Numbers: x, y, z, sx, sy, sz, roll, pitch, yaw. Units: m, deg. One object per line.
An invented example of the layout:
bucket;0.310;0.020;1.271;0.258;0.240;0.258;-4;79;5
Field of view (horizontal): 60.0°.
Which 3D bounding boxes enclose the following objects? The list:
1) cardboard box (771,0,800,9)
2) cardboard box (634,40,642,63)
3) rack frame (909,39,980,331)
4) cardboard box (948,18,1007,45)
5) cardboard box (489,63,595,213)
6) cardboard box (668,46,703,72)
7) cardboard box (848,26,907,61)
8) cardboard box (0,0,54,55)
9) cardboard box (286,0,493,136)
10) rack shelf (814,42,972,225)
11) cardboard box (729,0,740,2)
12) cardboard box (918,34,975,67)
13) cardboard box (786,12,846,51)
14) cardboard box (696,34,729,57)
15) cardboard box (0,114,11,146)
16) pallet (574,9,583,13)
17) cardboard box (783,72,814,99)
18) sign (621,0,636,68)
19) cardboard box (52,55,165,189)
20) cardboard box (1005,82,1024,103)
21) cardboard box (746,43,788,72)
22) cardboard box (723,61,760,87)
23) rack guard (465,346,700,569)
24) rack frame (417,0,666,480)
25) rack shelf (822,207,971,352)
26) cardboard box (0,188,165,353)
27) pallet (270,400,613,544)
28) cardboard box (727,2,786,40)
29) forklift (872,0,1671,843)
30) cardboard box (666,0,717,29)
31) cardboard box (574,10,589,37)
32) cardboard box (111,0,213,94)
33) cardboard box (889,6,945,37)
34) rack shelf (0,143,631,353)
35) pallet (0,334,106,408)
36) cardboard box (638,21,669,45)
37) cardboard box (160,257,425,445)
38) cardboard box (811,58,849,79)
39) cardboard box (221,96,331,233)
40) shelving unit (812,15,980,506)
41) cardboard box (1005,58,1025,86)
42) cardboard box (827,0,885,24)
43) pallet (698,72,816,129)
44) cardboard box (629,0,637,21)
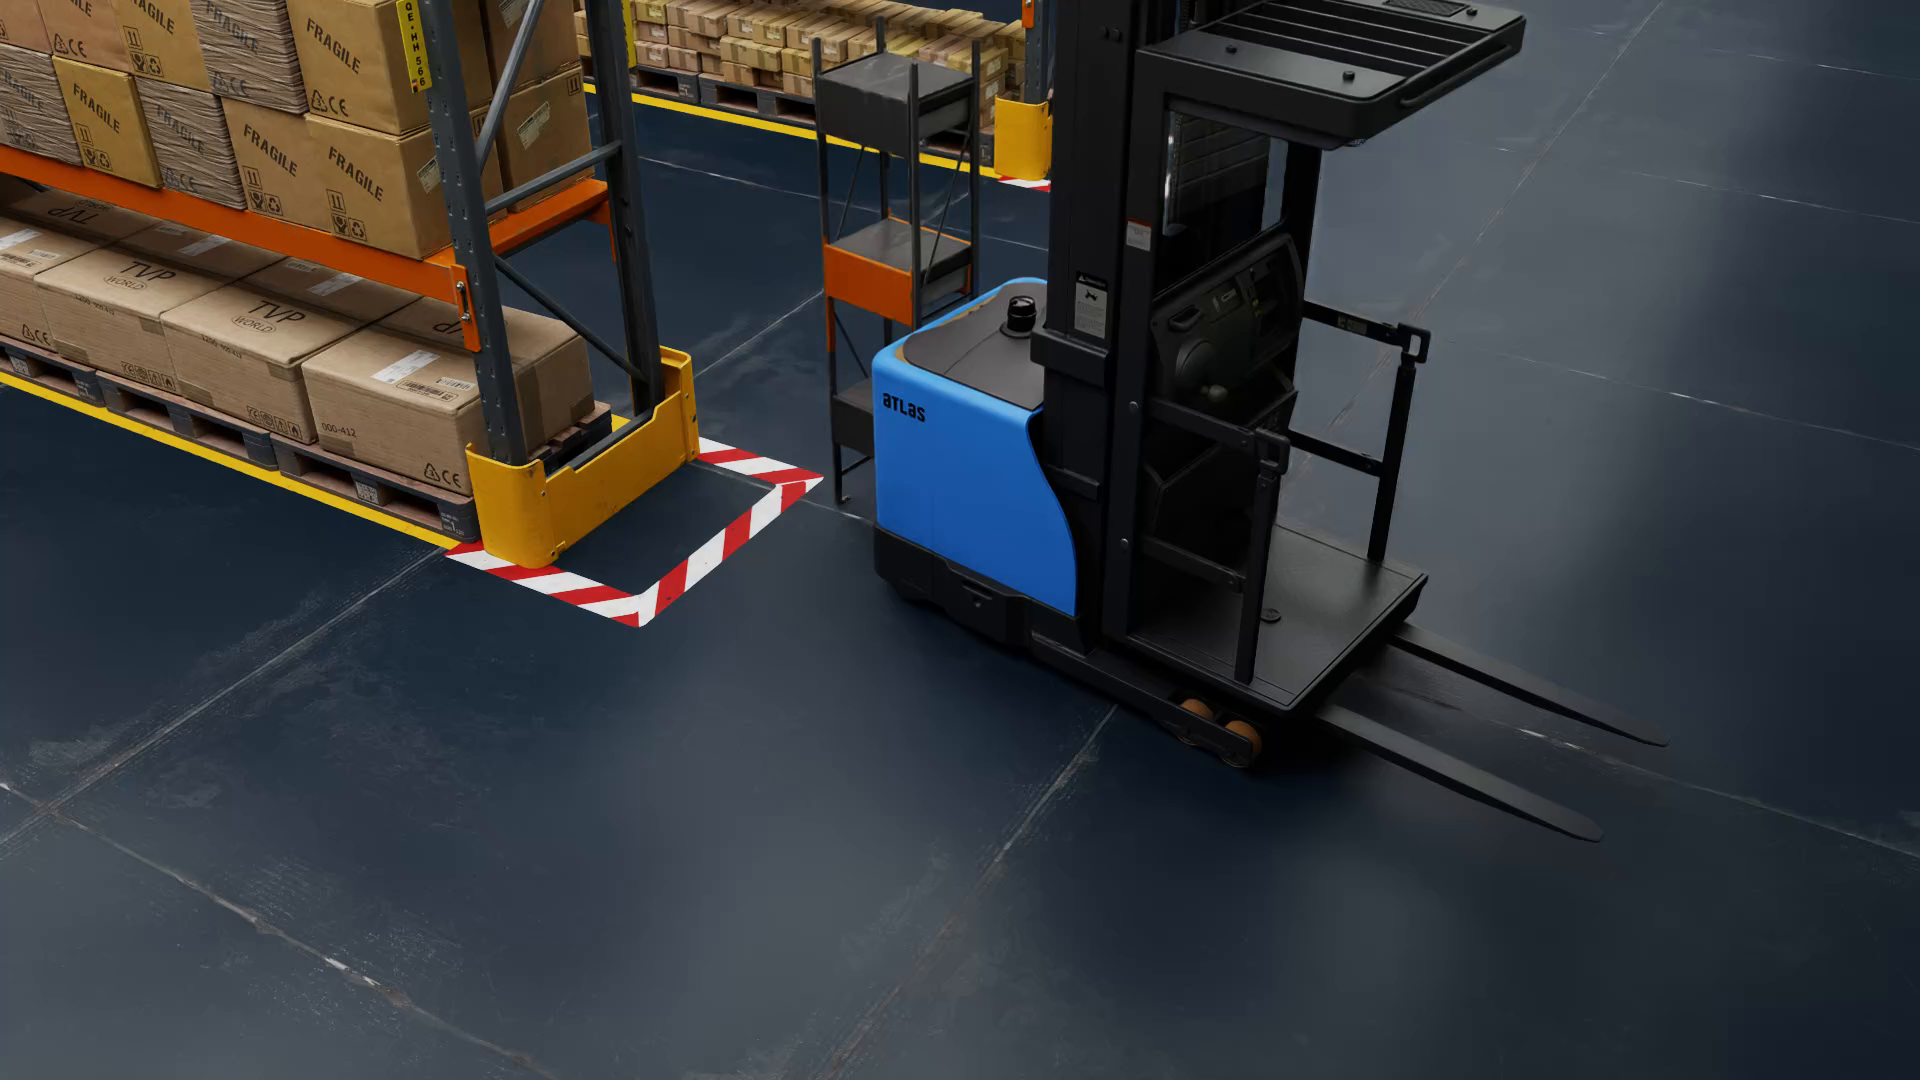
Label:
cardboard box;-1.163;-3.896;12.051;0.250;0.149;0.380;16;37;23
cardboard box;-2.382;-3.616;12.167;0.250;0.149;0.380;19;38;26
rack frame;-0.055;-0.944;6.773;0.015;2.100;0.400;24;41;32
cardboard box;0.118;-3.417;11.332;0.250;0.149;0.380;18;38;25
cardboard box;-1.939;-1.758;7.093;0.500;0.500;0.500;17;37;24
cardboard box;-1.895;-3.527;12.034;0.250;0.149;0.380;17;37;23
cardboard box;-0.553;-3.324;11.192;0.250;0.149;0.380;16;37;23
cardboard box;-3.970;-2.468;7.258;0.500;0.500;0.500;18;38;25
cardboard box;-2.202;-1.922;6.437;0.500;0.500;0.500;19;38;26
rack shelf;-0.244;-1.601;6.521;0.480;0.518;0.431;24;41;32
cardboard box;-1.684;-3.994;12.198;0.250;0.149;0.380;19;38;26
cardboard box;-0.072;-3.212;11.024;0.250;0.149;0.380;18;38;25
cardboard box;-0.988;-3.497;11.451;0.250;0.149;0.380;16;37;23
cardboard box;-1.660;-3.576;11.838;0.250;0.149;0.380;19;38;27
cardboard box;-4.426;-2.192;7.746;0.500;0.500;0.500;18;38;25
pallet;-3.446;-4.009;13.080;1.213;0.211;1.003;18;37;24
cardboard box;-1.018;-3.211;11.559;0.250;0.149;0.380;18;38;25
sign;-1.385;-2.105;6.852;0.005;0.325;0.100;18;37;24
cardboard box;-3.550;-1.911;7.323;0.500;0.500;0.500;19;38;26
cardboard box;0.407;-3.142;11.456;0.250;0.149;0.380;18;38;25
cardboard box;-1.271;-3.396;11.568;0.250;0.149;0.380;18;38;25
cardboard box;-1.466;-3.352;11.771;0.250;0.149;0.380;17;37;23
rack guard;-1.644;-0.399;7.398;0.348;0.500;1.175;18;37;24
rack frame;-1.665;-1.446;6.715;0.127;3.000;1.000;18;37;24
rack shelf;-0.244;-1.018;6.909;0.480;0.518;0.431;24;41;32
cardboard box;-4.646;-1.430;8.624;0.875;0.438;0.875;17;37;24
pallet;-2.398;-0.468;7.762;1.213;0.211;1.003;18;37;24
cardboard box;-1.424;-3.642;11.669;0.250;0.149;0.380;16;37;22
forklift;1.104;-0.731;5.703;3.031;2.935;1.130;24;41;32
cardboard box;-1.882;-3.786;11.886;0.250;0.149;0.380;17;37;23
cardboard box;-2.614;-3.814;12.197;0.250;0.149;0.380;19;38;26
cardboard box;-3.098;-2.189;6.839;0.500;0.500;0.500;17;37;24
cardboard box;-0.294;-3.577;11.571;0.250;0.149;0.380;16;37;22
rack shelf;-3.402;-1.697;7.741;4.000;0.370;1.077;18;37;24
pallet;-4.517;-1.139;8.770;1.213;0.211;1.003;18;37;24
cardboard box;-2.120;-3.738;12.082;0.250;0.149;0.380;17;37;24
cardboard box;-3.087;-0.935;7.881;0.875;0.438;0.875;19;38;26
cardboard box;-0.805;-3.254;11.355;0.250;0.149;0.380;18;38;25
cardboard box;-2.644;-1.638;6.914;0.500;0.500;0.500;17;37;23
shelving unit;-0.244;-1.029;6.901;0.503;2.100;0.431;24;41;32
cardboard box;0.376;-3.236;11.327;0.250;0.149;0.380;19;38;26
cardboard box;-0.736;-3.752;11.834;0.250;0.149;0.380;18;38;25
pallet;-1.106;-3.293;12.004;1.213;0.211;1.003;18;37;24
cardboard box;-2.364;-3.893;12.046;0.250;0.149;0.380;20;38;27
